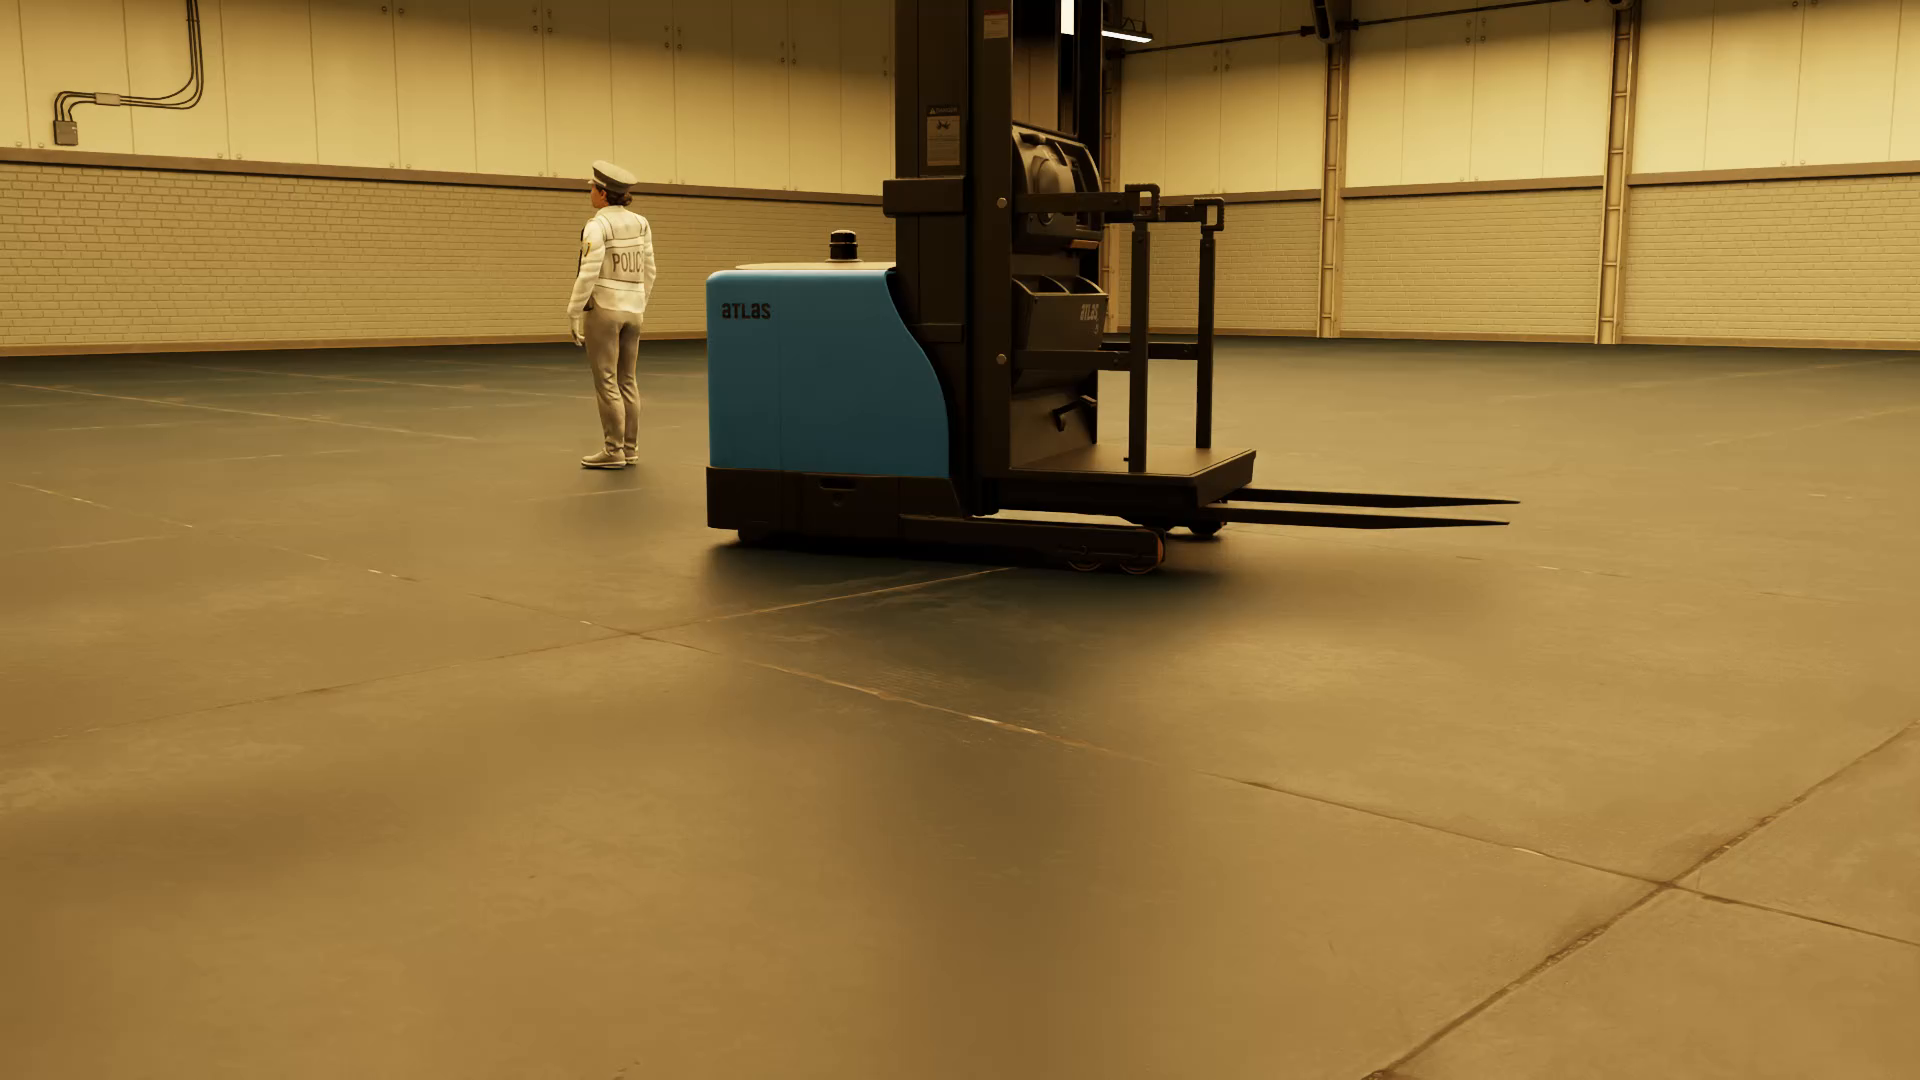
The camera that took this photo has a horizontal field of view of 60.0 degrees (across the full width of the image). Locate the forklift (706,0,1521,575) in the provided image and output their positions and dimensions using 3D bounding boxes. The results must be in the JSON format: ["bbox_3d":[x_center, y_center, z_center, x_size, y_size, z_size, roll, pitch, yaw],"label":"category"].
[{"bbox_3d":[0.565,-1.416,6.275,3.031,2.935,1.130,3,9,22],"label":"forklift"}]

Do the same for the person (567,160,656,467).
[{"bbox_3d":[-1.993,-1.255,9.308,0.533,1.695,0.587,5,10,32],"label":"person"}]
